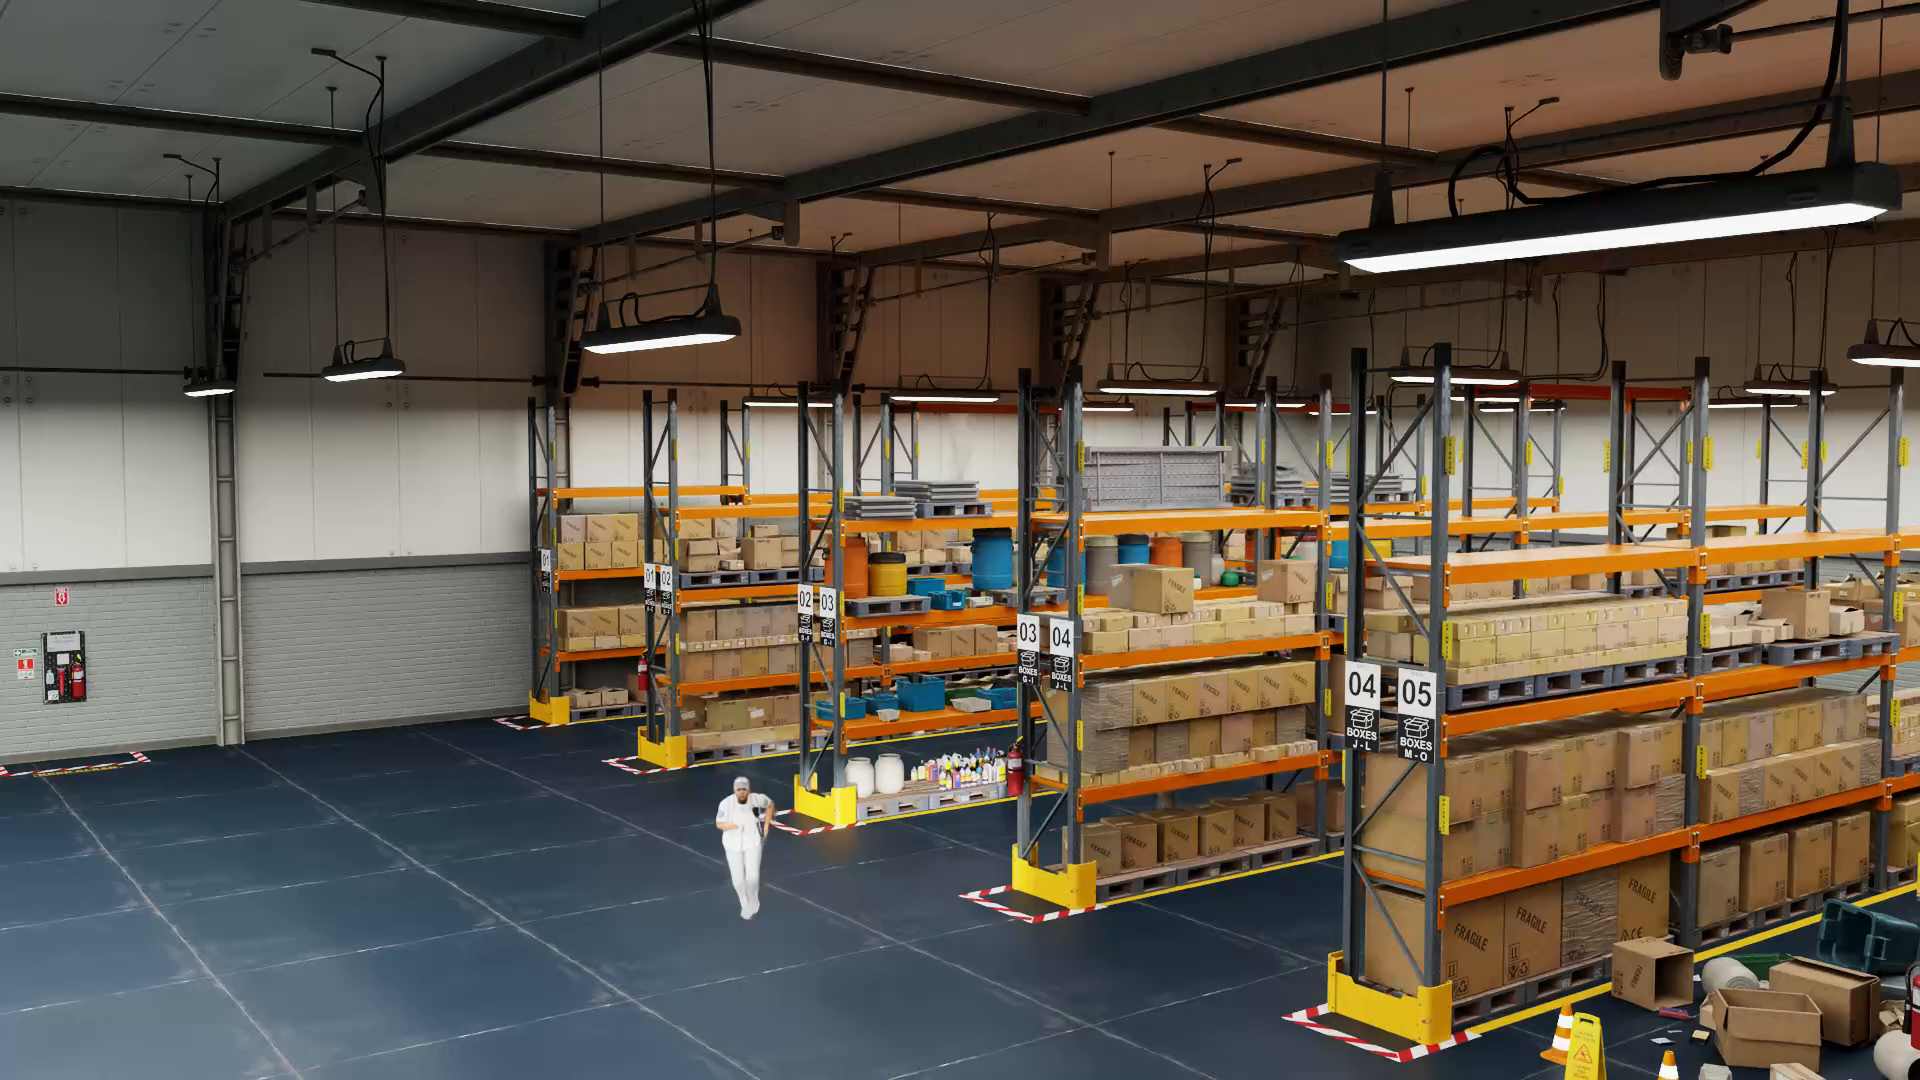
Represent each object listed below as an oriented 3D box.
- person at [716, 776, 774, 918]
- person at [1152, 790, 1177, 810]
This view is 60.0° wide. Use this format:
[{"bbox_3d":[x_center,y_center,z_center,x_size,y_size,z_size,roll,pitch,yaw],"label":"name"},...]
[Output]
[{"bbox_3d":[-2.304,3.303,17.838,0.592,1.599,0.787,0,3,-2],"label":"person"},{"bbox_3d":[2.772,2.967,22.828,0.641,1.682,0.662,-3,5,-43],"label":"person"}]
